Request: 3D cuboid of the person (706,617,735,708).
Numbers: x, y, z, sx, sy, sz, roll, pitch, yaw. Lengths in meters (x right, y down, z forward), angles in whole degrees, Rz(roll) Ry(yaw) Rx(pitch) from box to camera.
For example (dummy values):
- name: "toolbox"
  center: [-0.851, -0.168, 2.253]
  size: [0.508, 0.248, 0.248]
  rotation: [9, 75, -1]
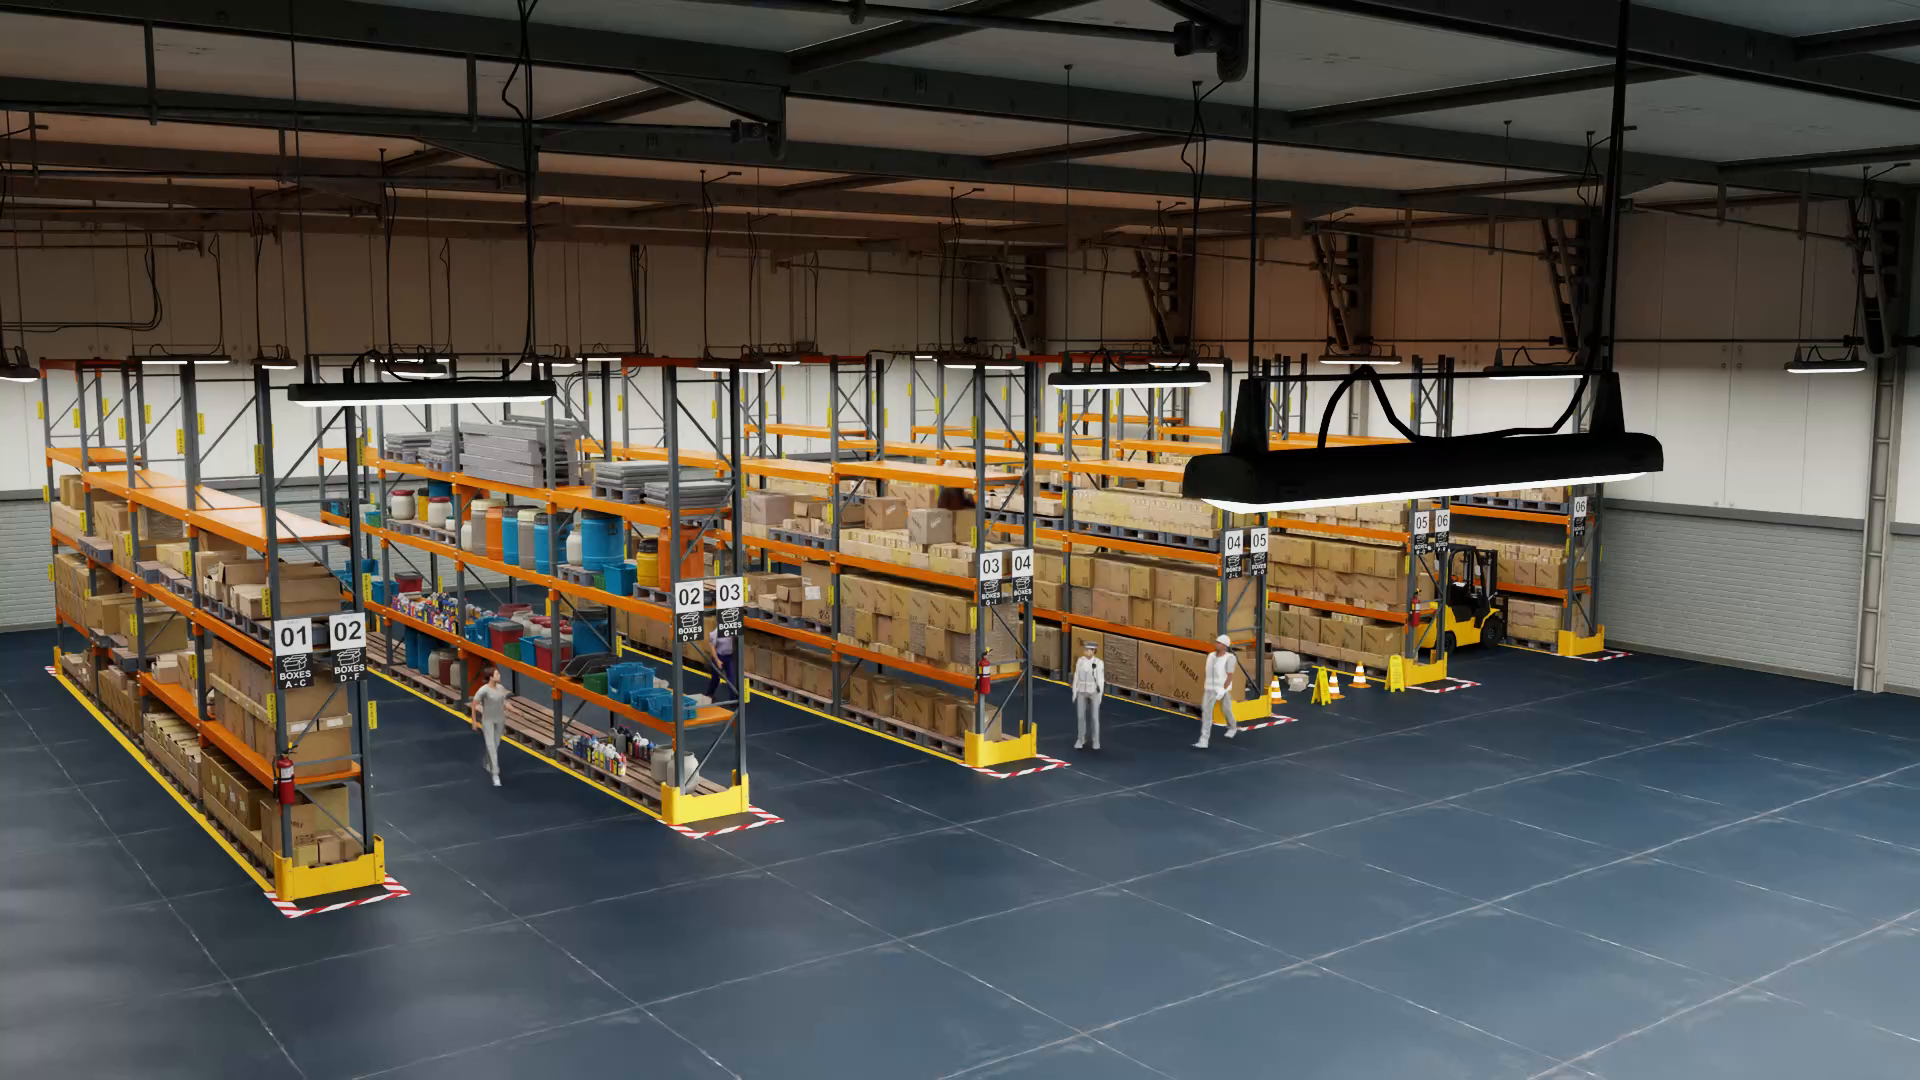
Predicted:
- name: "person"
  center: [-4.119, 2.089, 28.798]
  size: [0.493, 1.596, 0.929]
  rotation: [-4, 8, -31]

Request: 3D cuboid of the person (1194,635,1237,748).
- name: "person"
  center: [4.044, 2.353, 25.999]
  size: [0.509, 1.744, 1.051]
  rotation: [4, 8, 28]

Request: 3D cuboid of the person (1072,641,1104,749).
- name: "person"
  center: [1.984, 2.410, 25.843]
  size: [0.483, 1.726, 0.347]
  rotation: [2, 7, 19]

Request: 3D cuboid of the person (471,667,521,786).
- name: "person"
  center: [-6.741, 2.644, 24.091]
  size: [0.660, 1.649, 0.982]
  rotation: [-4, 8, -31]
